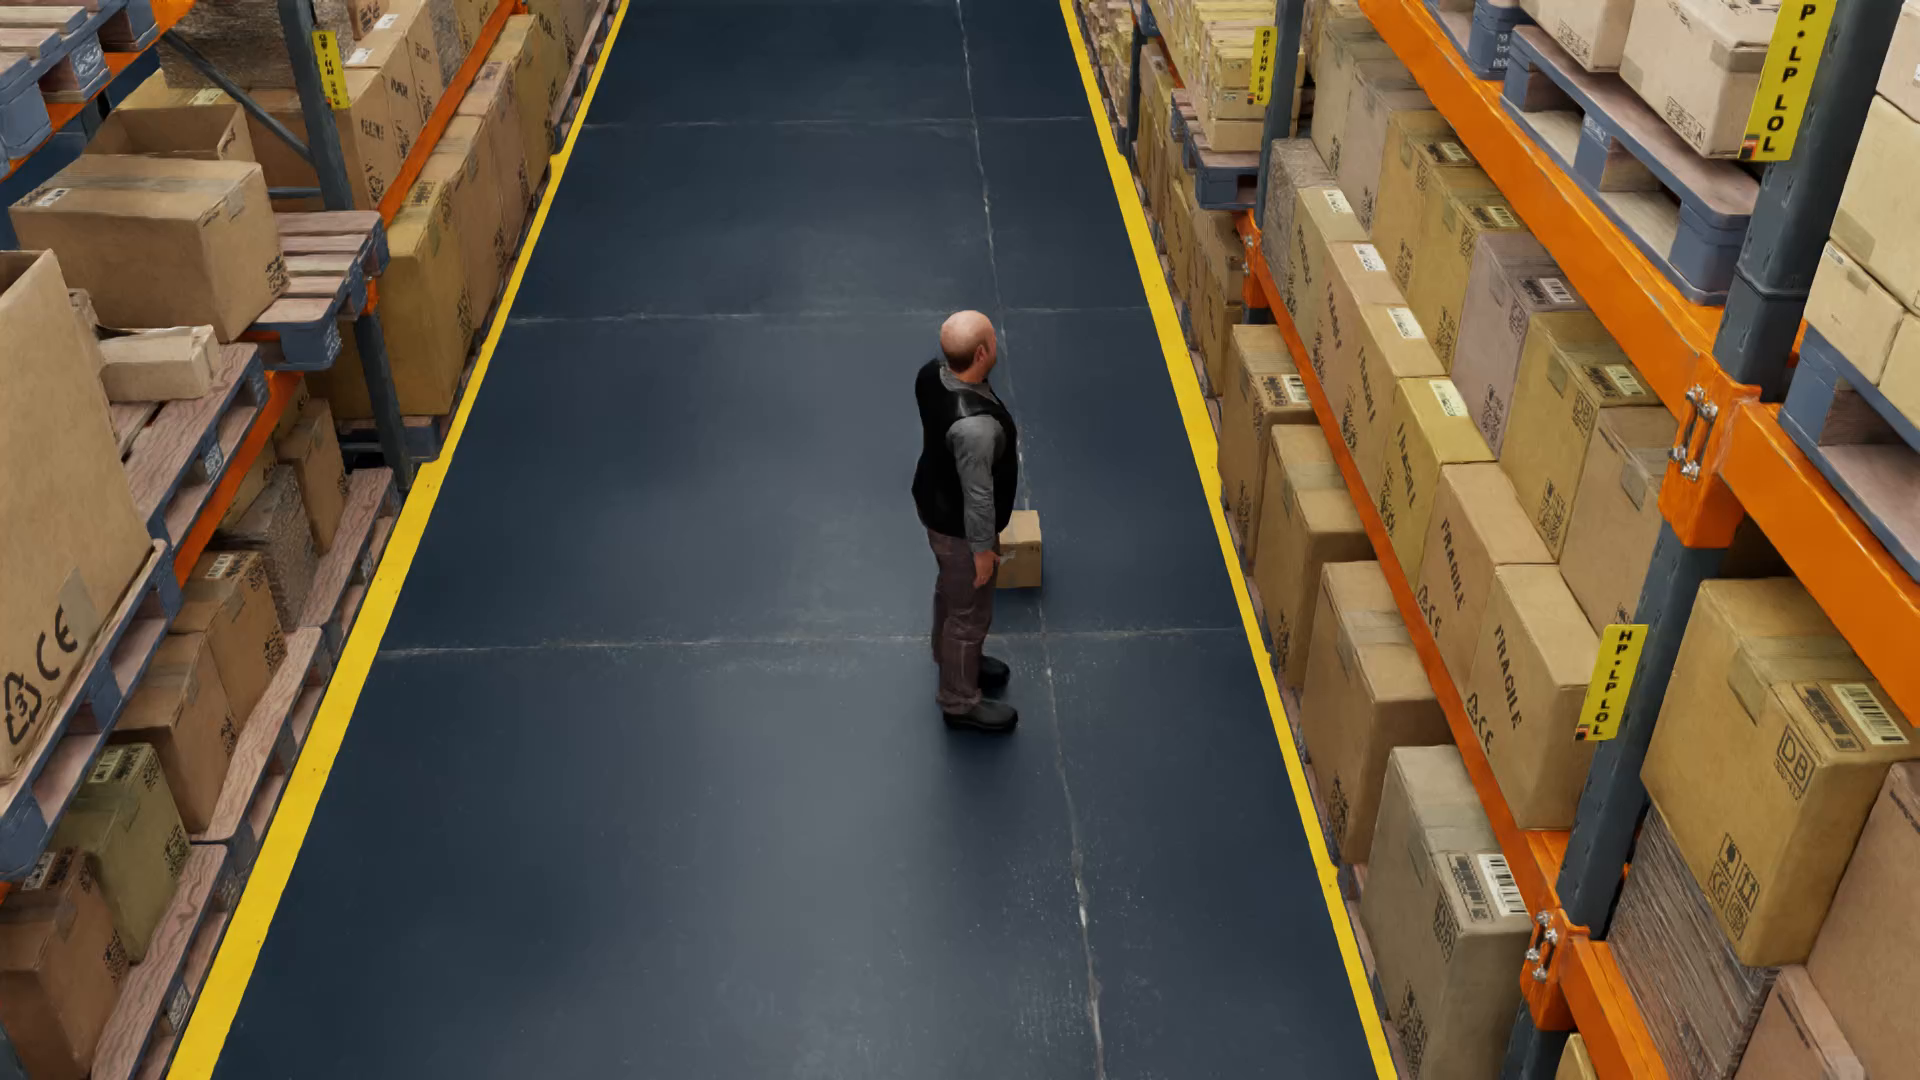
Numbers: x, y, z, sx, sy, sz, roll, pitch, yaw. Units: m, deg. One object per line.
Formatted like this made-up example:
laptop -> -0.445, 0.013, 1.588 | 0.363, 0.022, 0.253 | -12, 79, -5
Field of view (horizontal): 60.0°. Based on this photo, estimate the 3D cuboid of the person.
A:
person -> 0.034, -0.080, 6.241 | 0.390, 1.732, 0.582 | -9, 36, -12
